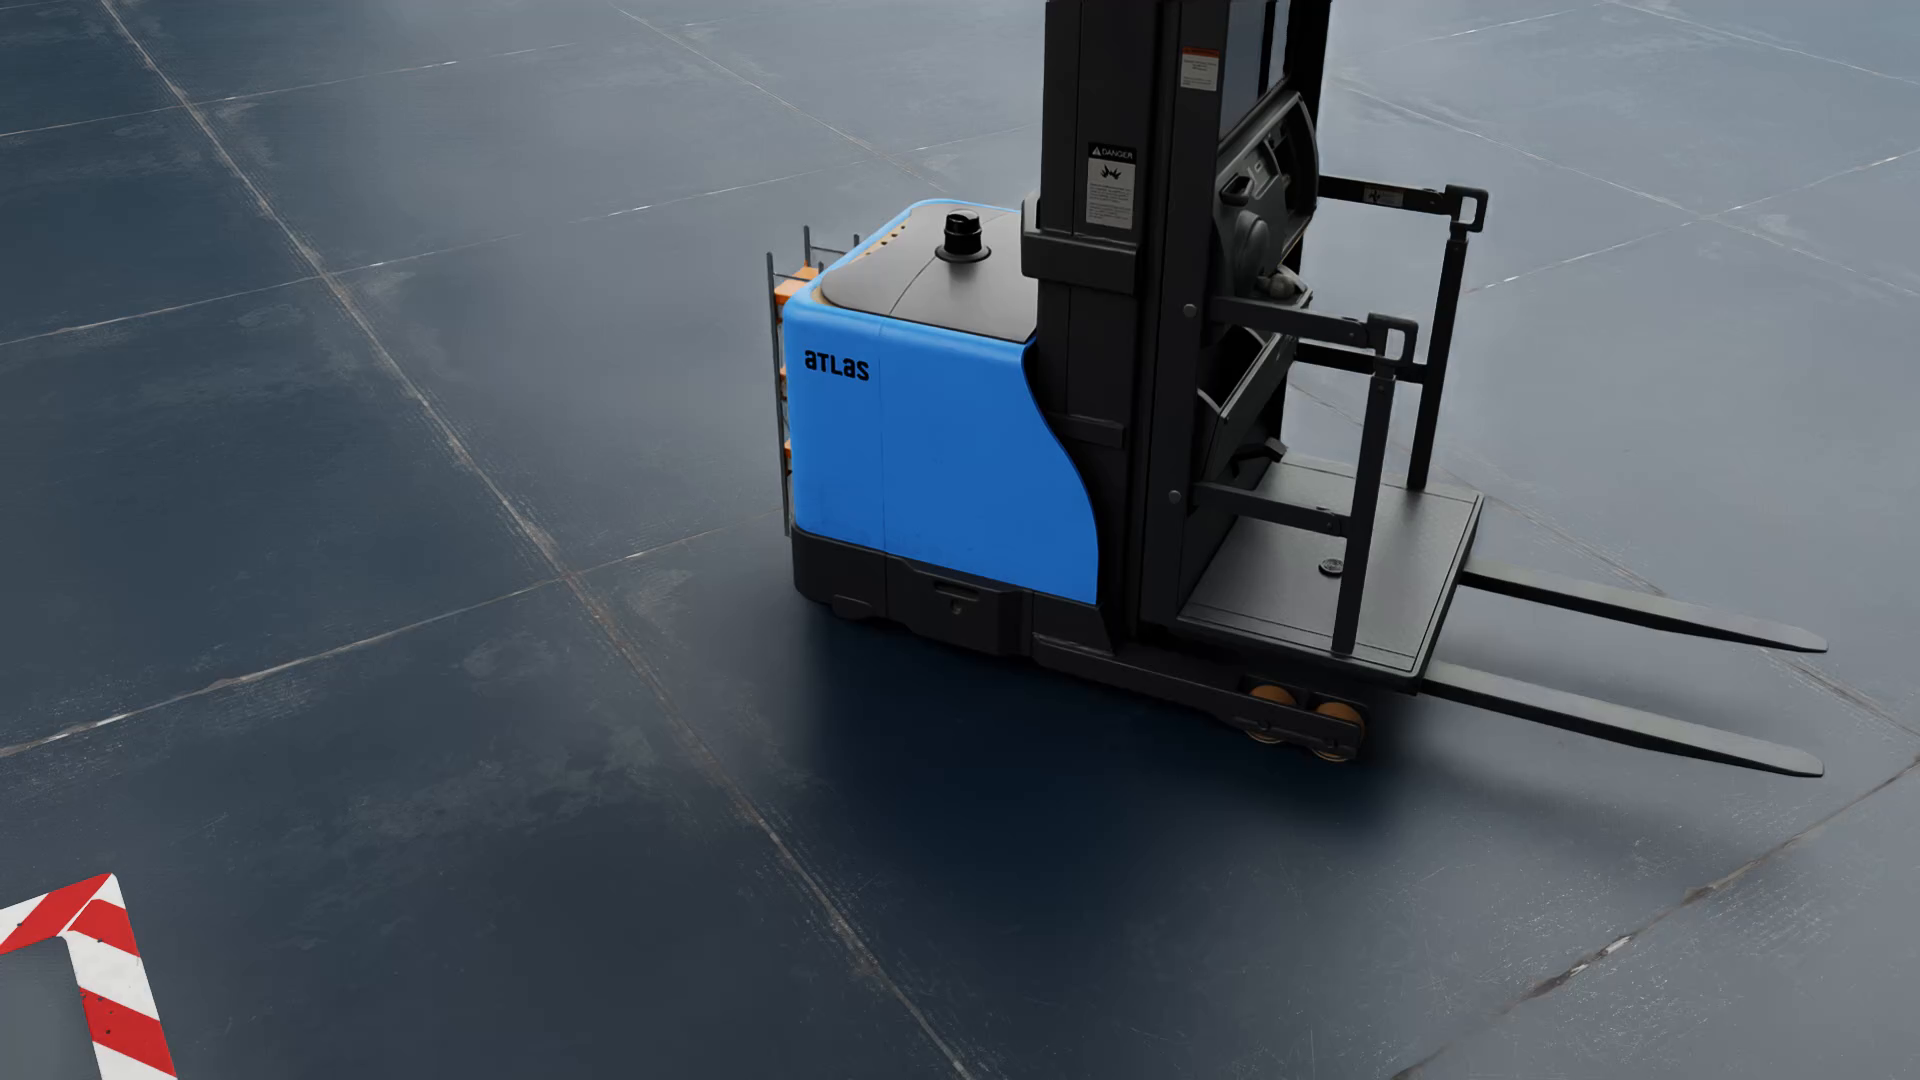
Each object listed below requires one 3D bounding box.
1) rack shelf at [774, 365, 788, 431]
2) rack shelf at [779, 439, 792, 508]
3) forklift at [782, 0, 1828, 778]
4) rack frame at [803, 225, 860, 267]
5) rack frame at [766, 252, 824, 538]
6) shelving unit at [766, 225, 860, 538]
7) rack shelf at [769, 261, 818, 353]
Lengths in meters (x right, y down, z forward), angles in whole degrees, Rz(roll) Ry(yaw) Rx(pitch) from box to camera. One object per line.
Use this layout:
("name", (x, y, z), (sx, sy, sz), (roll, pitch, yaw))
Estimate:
("rack shelf", (-0.465, -0.488, 5.560), (0.215, 0.259, 0.240), (13, 35, 20))
("rack shelf", (-0.465, -0.253, 5.708), (0.215, 0.259, 0.240), (13, 35, 20))
("forklift", (1.023, -0.931, 4.479), (3.031, 2.935, 1.130), (14, 35, 21))
("rack frame", (-0.416, -0.557, 5.649), (0.200, 1.050, 0.008), (13, 35, 20))
("rack frame", (-0.515, -0.438, 5.460), (0.200, 1.050, 0.008), (13, 35, 20))
("shelving unit", (-0.465, -0.497, 5.554), (0.215, 1.050, 0.252), (13, 35, 20))
("rack shelf", (-0.465, -0.728, 5.408), (0.215, 0.259, 0.240), (13, 35, 20))
